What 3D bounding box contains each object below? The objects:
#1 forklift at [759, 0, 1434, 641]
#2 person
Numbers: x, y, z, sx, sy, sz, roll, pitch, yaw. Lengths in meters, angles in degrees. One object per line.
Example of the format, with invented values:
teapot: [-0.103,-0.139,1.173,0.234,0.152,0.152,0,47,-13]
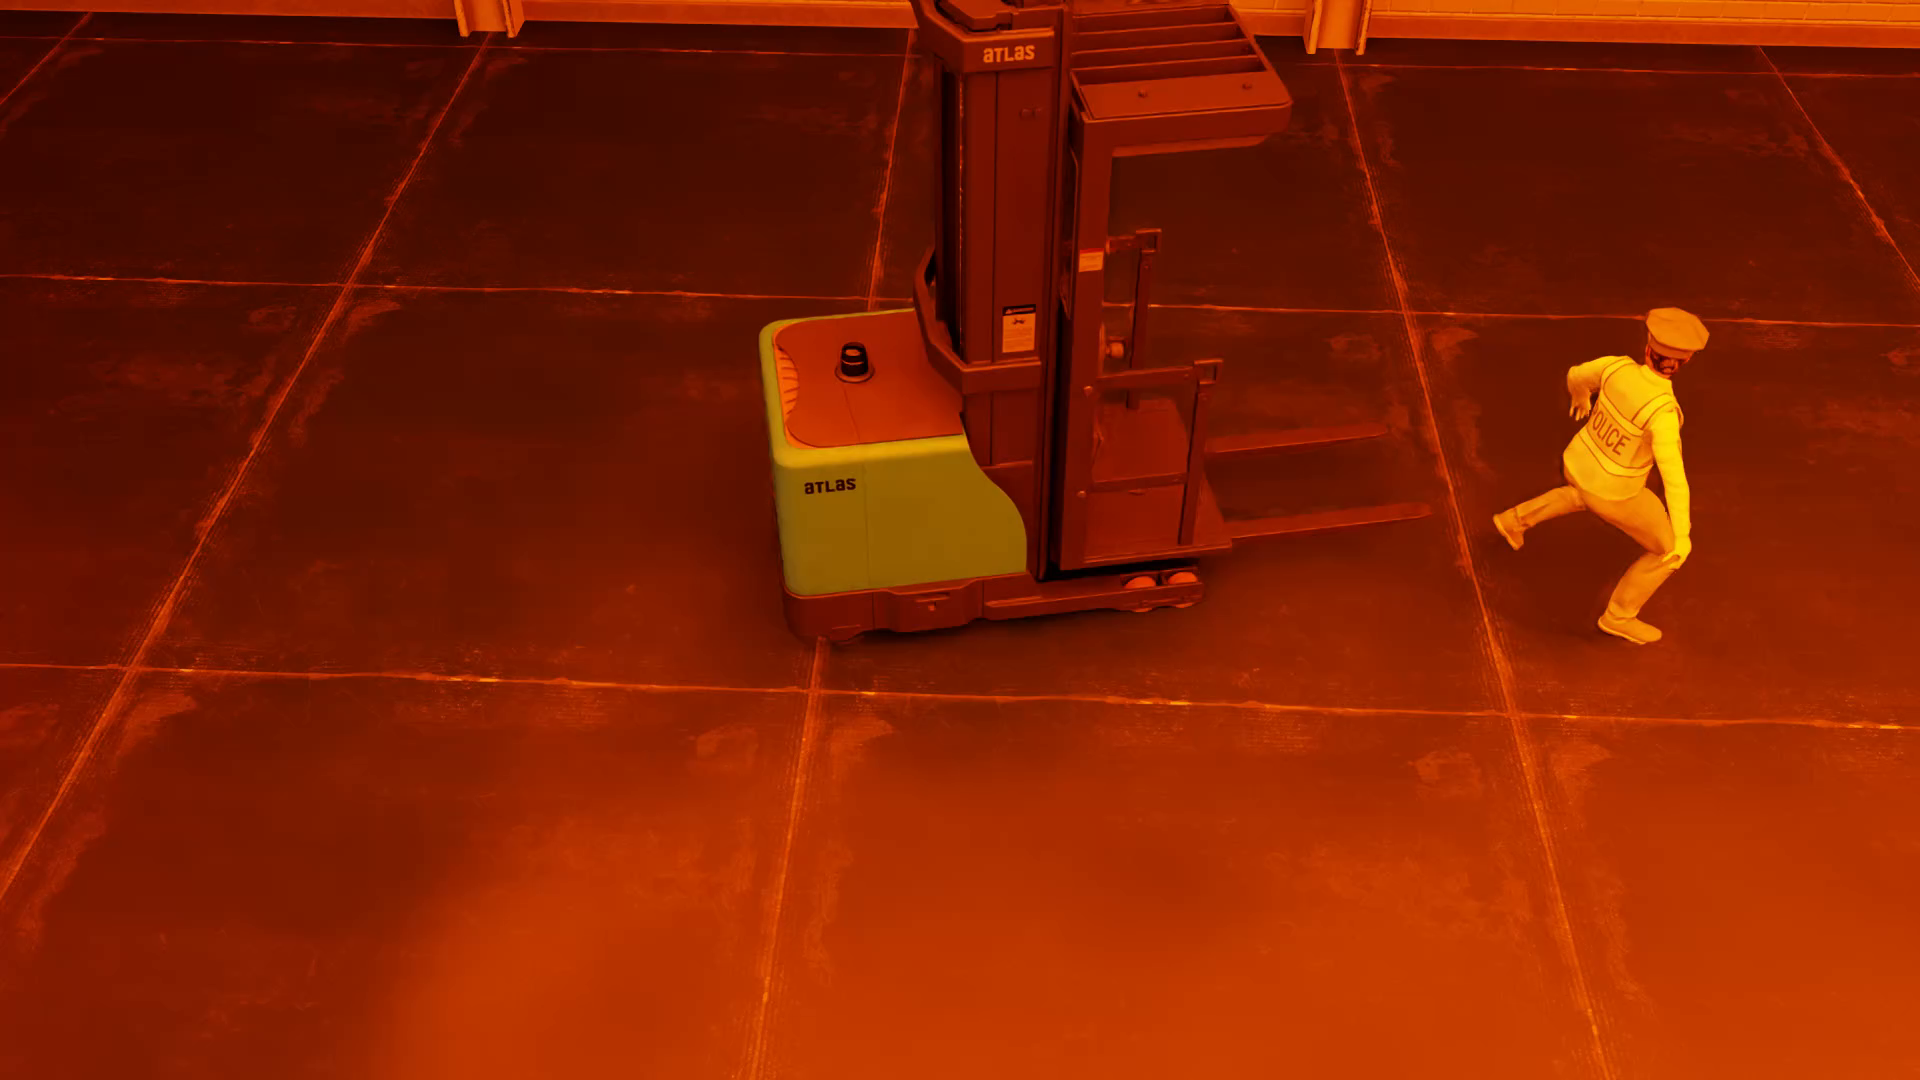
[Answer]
forklift: [0.657,-1.102,6.949,3.031,2.935,1.130,-6,43,-7]
person: [2.819,-0.276,7.096,0.537,1.562,0.948,-9,43,-10]
